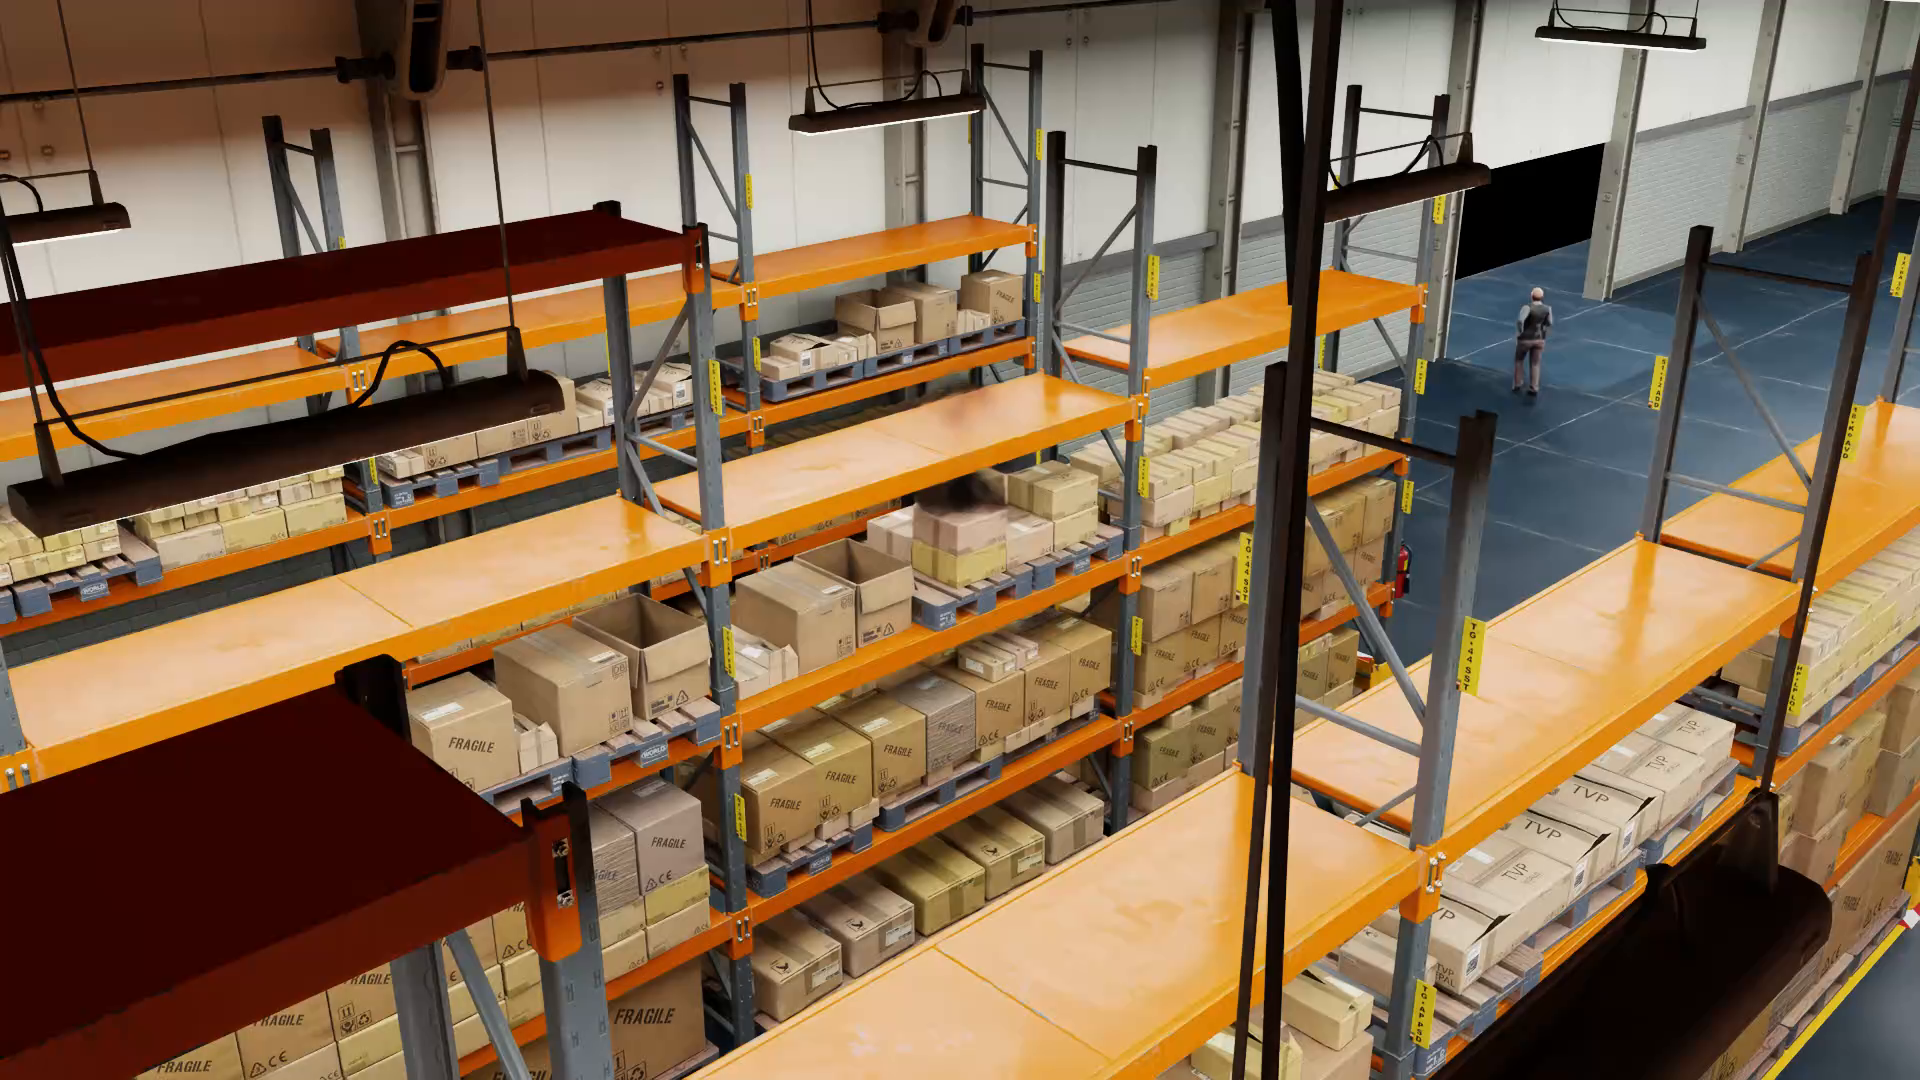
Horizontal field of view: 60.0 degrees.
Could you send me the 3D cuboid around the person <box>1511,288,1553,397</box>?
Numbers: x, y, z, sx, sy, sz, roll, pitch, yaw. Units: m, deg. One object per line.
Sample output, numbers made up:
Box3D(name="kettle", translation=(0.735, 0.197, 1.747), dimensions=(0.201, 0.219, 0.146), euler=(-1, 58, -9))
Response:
Box3D(name="person", translation=(8.927, -3.082, 26.026), dimensions=(0.652, 1.758, 0.781), euler=(1, 22, 2))
